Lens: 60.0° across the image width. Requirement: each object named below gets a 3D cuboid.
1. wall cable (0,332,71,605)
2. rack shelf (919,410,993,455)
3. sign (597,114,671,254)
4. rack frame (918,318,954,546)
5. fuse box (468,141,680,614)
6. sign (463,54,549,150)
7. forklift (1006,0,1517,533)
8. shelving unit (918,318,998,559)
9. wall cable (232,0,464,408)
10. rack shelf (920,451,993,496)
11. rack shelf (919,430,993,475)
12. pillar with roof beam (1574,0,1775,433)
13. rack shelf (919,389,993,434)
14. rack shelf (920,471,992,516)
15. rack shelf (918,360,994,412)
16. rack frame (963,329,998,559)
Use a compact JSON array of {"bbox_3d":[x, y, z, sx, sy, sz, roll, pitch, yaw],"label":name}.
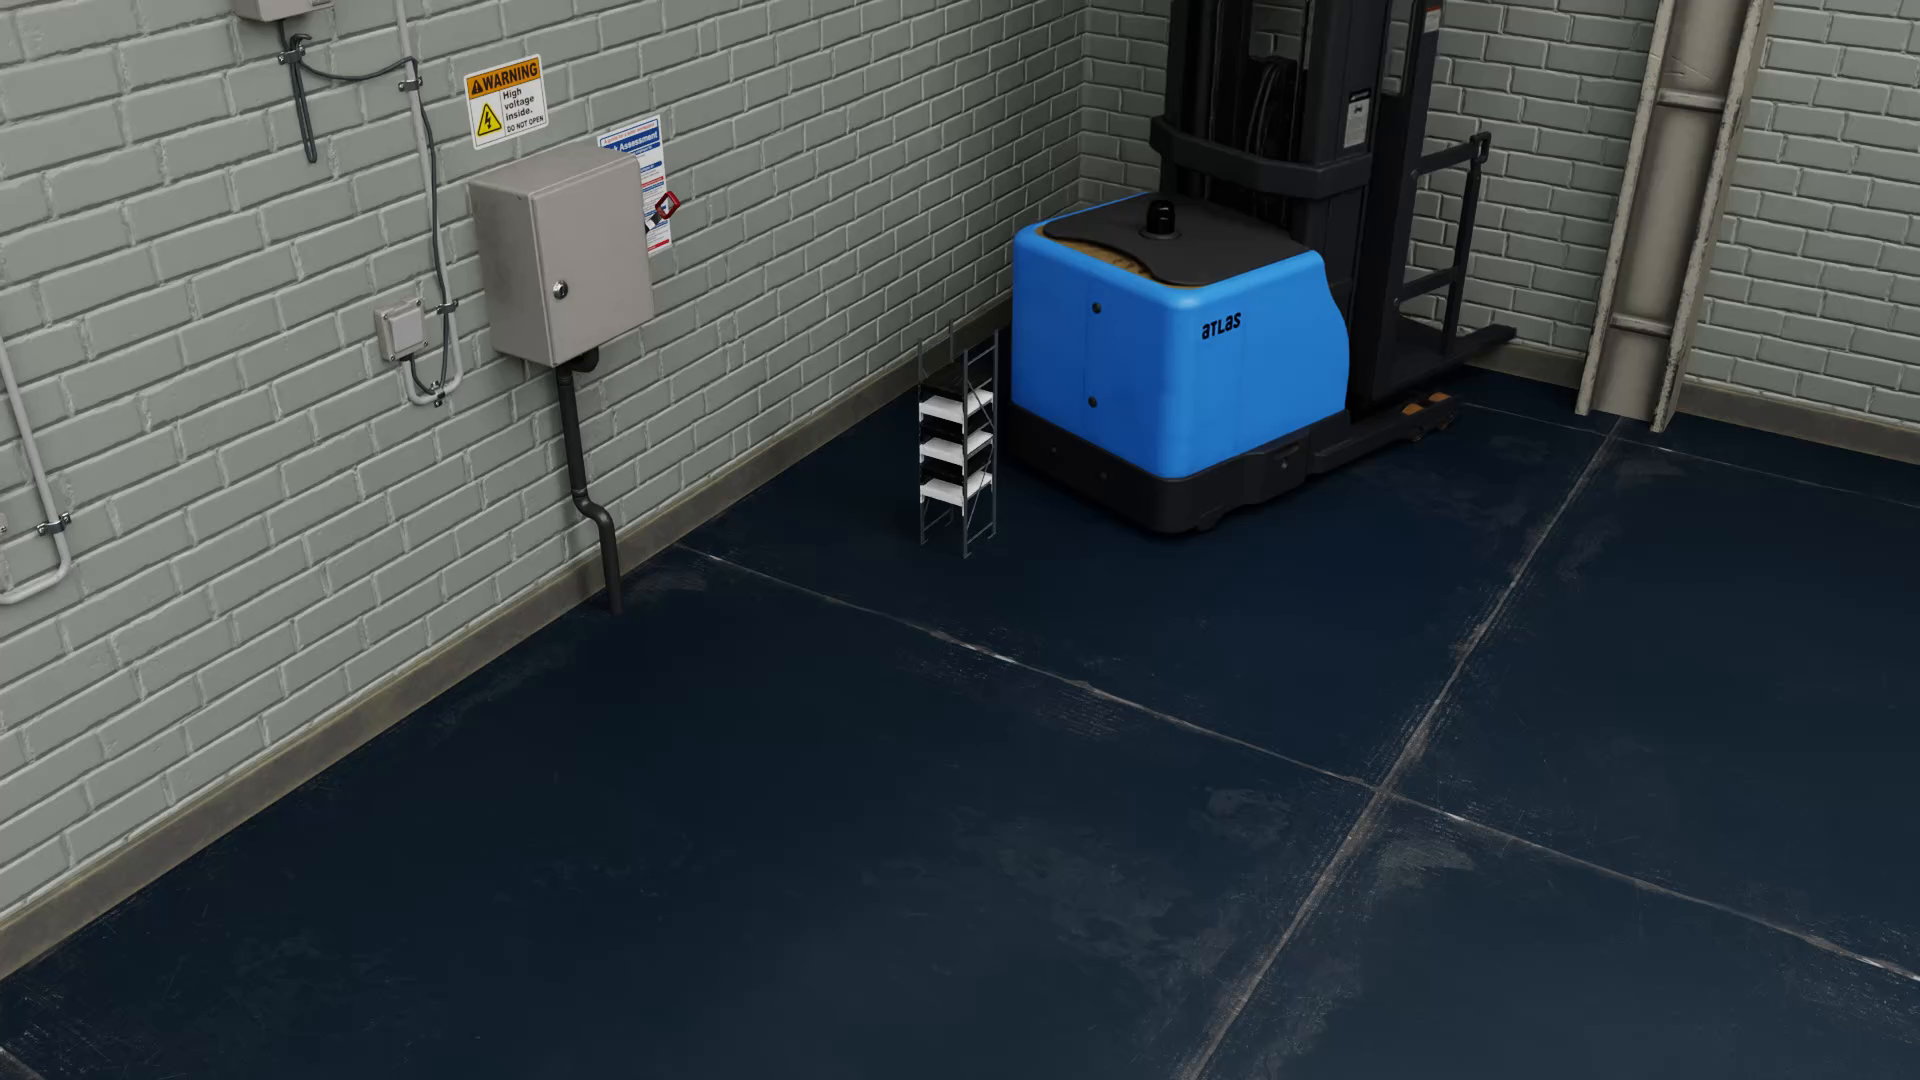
[{"bbox_3d":[-2.503,-0.629,3.811,0.123,1.953,0.585,18,35,27],"label":"wall cable"},{"bbox_3d":[-0.007,-0.440,6.498,0.200,0.077,0.258,18,35,27],"label":"rack shelf"},{"bbox_3d":[-1.175,-1.259,6.026,0.001,0.494,0.329,18,35,27],"label":"sign"},{"bbox_3d":[-0.093,-0.418,6.574,0.006,0.900,0.240,18,35,27],"label":"rack frame"},{"bbox_3d":[-1.262,-0.477,5.870,0.414,1.711,0.539,18,35,27],"label":"fuse box"},{"bbox_3d":[-1.467,-1.422,5.392,0.001,0.242,0.339,18,35,27],"label":"sign"},{"bbox_3d":[1.663,-1.896,7.092,3.031,2.935,1.130,-22,37,-33],"label":"forklift"},{"bbox_3d":[-0.007,-0.391,6.527,0.210,0.900,0.258,18,35,27],"label":"shelving unit"},{"bbox_3d":[-1.759,-1.223,4.862,0.122,1.984,0.588,18,35,27],"label":"wall cable"},{"bbox_3d":[-0.007,-0.284,6.589,0.200,0.077,0.258,18,35,27],"label":"rack shelf"},{"bbox_3d":[-0.007,-0.362,6.544,0.200,0.077,0.258,18,35,27],"label":"rack shelf"},{"bbox_3d":[0.828,-2.656,2.373,0.400,9.000,9.100,18,35,27],"label":"pillar with roof beam"},{"bbox_3d":[-0.007,-0.518,6.453,0.200,0.077,0.258,18,35,27],"label":"rack shelf"},{"bbox_3d":[-0.007,-0.207,6.634,0.200,0.077,0.258,18,35,27],"label":"rack shelf"},{"bbox_3d":[-0.007,-0.595,6.408,0.200,0.077,0.258,18,35,27],"label":"rack shelf"},{"bbox_3d":[0.079,-0.364,6.480,0.006,0.900,0.240,18,35,27],"label":"rack frame"}]
